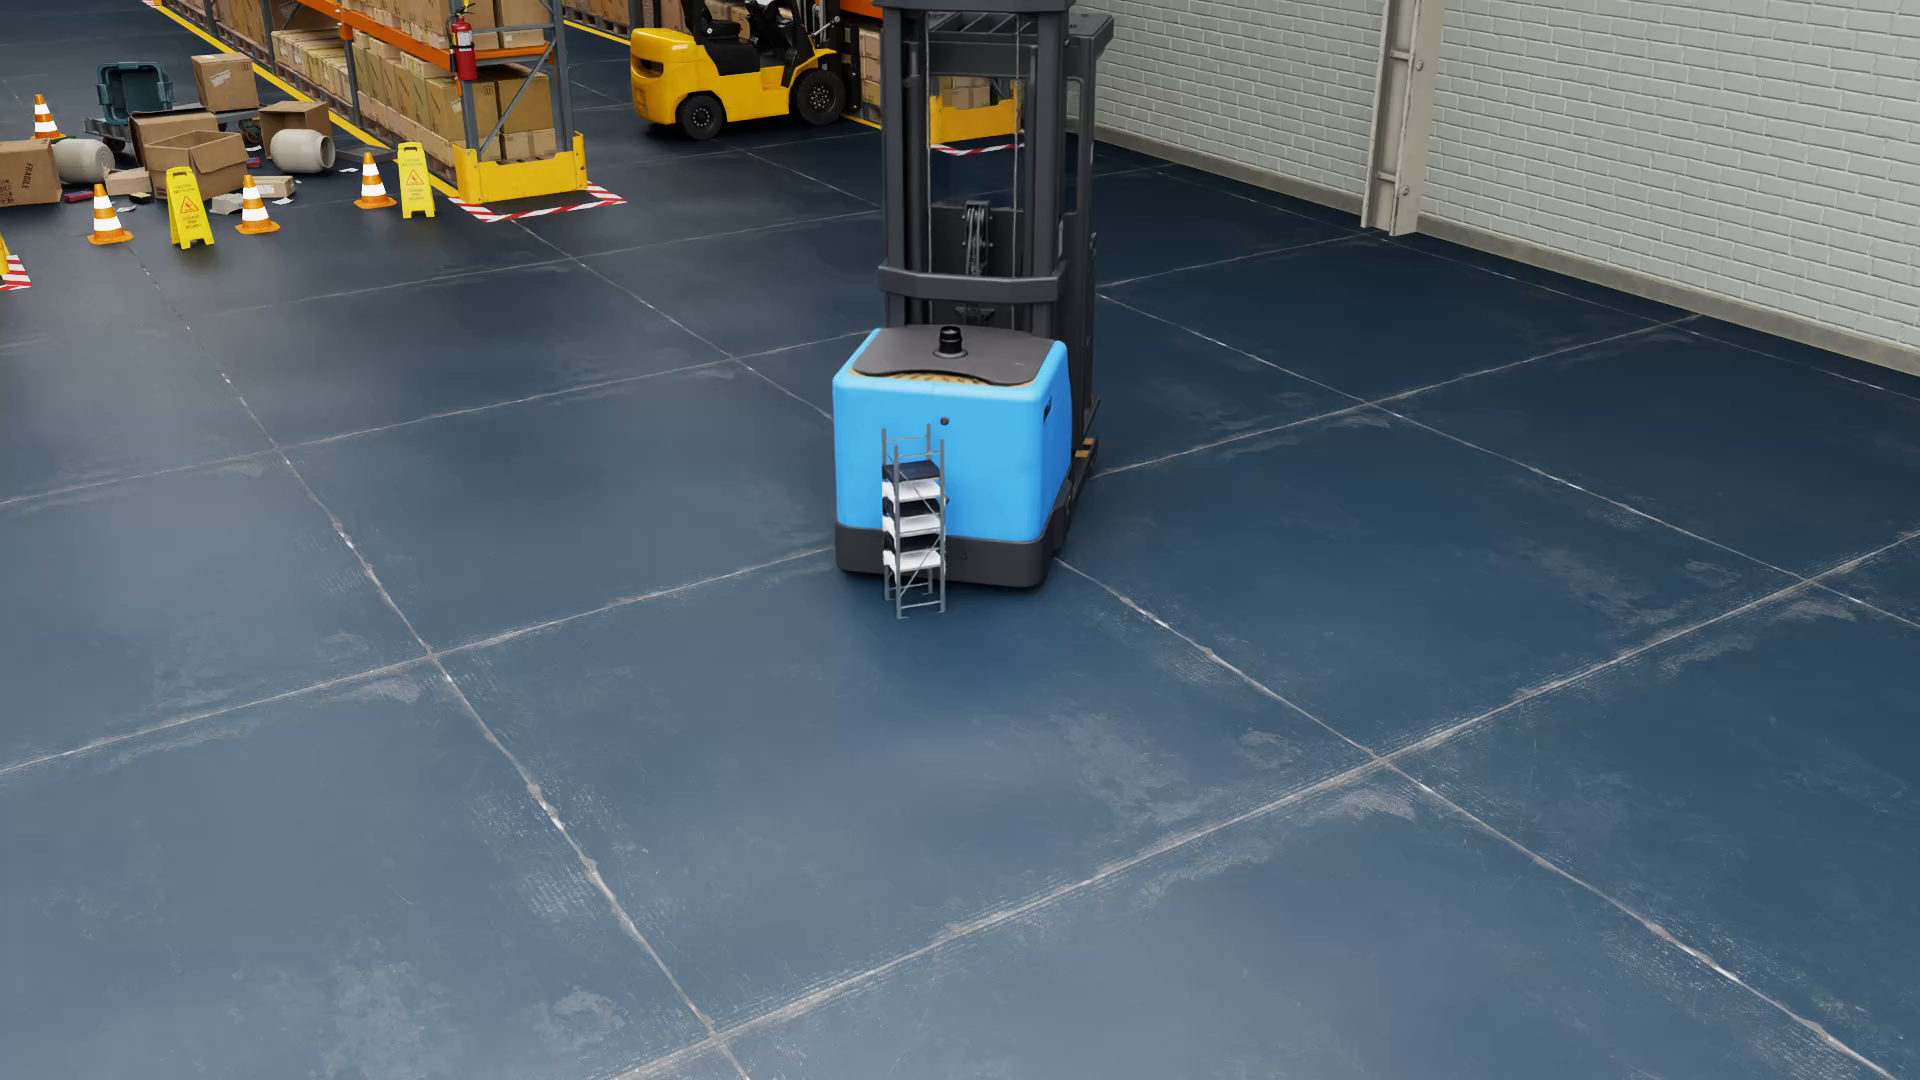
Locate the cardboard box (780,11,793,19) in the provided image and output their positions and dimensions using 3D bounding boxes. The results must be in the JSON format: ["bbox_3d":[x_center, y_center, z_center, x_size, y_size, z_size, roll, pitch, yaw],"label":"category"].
[{"bbox_3d":[-1.820,-6.157,19.836,0.500,0.250,0.500,-15,29,-29],"label":"cardboard box"}]

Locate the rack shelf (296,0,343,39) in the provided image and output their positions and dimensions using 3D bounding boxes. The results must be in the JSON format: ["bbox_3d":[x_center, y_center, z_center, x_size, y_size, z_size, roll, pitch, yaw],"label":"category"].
[{"bbox_3d":[-7.340,-6.421,19.681,1.077,0.370,4.000,-16,29,-30],"label":"rack shelf"}]

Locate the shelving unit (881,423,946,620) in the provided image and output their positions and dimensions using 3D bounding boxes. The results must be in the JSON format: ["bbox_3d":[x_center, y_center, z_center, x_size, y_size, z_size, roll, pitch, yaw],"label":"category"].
[{"bbox_3d":[-0.219,-0.084,7.874,0.258,0.900,0.210,-8,26,-17],"label":"shelving unit"}]

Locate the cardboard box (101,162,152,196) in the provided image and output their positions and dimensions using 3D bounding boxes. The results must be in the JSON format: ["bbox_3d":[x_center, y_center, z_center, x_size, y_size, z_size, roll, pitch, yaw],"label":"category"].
[{"bbox_3d":[-7.859,-3.420,15.683,0.396,0.266,0.258,-10,27,-21],"label":"cardboard box"}]

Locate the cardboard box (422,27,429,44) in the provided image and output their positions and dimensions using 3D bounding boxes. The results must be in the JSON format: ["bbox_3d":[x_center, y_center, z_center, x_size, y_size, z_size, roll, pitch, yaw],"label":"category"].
[{"bbox_3d":[-4.801,-4.732,15.555,0.380,0.149,0.250,-16,30,-30],"label":"cardboard box"}]

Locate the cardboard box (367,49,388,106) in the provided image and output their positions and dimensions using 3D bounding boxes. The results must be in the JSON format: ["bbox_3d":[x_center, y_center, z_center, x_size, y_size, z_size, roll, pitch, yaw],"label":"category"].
[{"bbox_3d":[-5.850,-4.854,17.370,0.500,0.500,0.500,-14,29,-28],"label":"cardboard box"}]

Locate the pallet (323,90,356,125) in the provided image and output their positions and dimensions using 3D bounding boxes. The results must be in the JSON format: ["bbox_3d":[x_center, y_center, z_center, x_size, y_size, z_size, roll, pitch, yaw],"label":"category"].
[{"bbox_3d":[-6.675,-5.048,19.197,1.003,0.211,1.213,-16,29,-30],"label":"pallet"}]

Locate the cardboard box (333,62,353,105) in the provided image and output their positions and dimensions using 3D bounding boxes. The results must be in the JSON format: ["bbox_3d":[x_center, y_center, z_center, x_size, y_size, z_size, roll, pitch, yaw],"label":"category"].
[{"bbox_3d":[-6.537,-5.220,18.880,0.950,0.372,0.625,-15,29,-29],"label":"cardboard box"}]

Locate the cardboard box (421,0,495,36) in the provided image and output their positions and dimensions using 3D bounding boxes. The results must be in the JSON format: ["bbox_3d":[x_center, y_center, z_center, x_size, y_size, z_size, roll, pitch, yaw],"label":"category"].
[{"bbox_3d":[-4.592,-4.910,15.172,0.500,0.500,0.500,-16,30,-30],"label":"cardboard box"}]

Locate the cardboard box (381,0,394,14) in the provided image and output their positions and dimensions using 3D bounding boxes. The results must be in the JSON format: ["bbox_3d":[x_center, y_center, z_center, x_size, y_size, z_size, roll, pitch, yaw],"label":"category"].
[{"bbox_3d":[-5.392,-5.456,16.328,0.500,0.500,0.500,-15,29,-29],"label":"cardboard box"}]

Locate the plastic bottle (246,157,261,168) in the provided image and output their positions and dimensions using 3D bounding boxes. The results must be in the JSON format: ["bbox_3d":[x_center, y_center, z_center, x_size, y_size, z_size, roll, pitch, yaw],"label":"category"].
[{"bbox_3d":[-7.115,-3.804,16.736,0.133,0.061,0.283,-10,27,-21],"label":"plastic bottle"}]

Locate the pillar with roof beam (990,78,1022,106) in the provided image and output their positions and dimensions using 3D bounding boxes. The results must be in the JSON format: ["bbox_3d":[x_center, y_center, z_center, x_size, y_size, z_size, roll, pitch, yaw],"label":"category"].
[{"bbox_3d":[-3.140,-7.927,15.002,9.100,9.000,0.400,-16,29,-30],"label":"pillar with roof beam"}]

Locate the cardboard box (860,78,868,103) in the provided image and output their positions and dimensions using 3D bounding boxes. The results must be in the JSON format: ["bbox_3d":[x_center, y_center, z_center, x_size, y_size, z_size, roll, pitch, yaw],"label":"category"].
[{"bbox_3d":[-0.958,-5.161,18.897,0.500,0.250,0.500,-15,29,-29],"label":"cardboard box"}]

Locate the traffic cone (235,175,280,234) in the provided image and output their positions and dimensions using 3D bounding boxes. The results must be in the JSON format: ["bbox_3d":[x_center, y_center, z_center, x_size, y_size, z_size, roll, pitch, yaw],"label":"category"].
[{"bbox_3d":[-6.125,-2.926,14.407,0.336,0.463,0.334,-16,29,-30],"label":"traffic cone"}]

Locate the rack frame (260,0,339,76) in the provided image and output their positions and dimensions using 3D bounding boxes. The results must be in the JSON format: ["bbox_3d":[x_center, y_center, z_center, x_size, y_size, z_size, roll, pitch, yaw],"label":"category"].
[{"bbox_3d":[-8.432,-7.462,21.043,1.000,3.000,0.127,-16,29,-30],"label":"rack frame"}]

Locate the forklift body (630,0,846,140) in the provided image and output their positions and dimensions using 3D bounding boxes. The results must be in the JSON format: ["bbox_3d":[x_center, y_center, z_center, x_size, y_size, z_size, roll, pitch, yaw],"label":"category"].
[{"bbox_3d":[-2.472,-5.628,18.152,2.313,2.155,1.214,-16,29,-30],"label":"forklift body"}]

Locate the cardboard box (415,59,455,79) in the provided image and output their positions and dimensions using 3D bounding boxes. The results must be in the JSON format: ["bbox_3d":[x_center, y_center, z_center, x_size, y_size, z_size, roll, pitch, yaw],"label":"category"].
[{"bbox_3d":[-4.977,-4.521,15.904,0.380,0.149,0.250,-15,29,-28],"label":"cardboard box"}]

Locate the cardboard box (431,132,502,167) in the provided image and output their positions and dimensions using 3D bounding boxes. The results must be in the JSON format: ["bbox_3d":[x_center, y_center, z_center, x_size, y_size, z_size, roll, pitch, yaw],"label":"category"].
[{"bbox_3d":[-4.745,-3.782,15.977,0.500,0.250,0.500,-16,29,-30],"label":"cardboard box"}]

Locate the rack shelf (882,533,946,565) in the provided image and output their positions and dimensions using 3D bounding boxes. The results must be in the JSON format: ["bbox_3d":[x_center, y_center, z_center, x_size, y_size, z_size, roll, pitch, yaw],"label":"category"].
[{"bbox_3d":[-0.219,0.027,7.927,0.258,0.077,0.200,-8,26,-17],"label":"rack shelf"}]

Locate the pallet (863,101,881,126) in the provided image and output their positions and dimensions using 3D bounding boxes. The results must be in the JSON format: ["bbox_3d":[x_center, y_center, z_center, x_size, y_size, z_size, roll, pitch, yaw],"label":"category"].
[{"bbox_3d":[-0.361,-4.762,18.589,1.003,0.211,1.213,-16,29,-30],"label":"pallet"}]

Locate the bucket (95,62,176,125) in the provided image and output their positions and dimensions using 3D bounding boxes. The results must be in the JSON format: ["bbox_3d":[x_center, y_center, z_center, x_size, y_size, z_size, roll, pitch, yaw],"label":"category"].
[{"bbox_3d":[-8.335,-4.537,16.902,0.726,0.611,0.620,-6,16,-12],"label":"bucket"}]

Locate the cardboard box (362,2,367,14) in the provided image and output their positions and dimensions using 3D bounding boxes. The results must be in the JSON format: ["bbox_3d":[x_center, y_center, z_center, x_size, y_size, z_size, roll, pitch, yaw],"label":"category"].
[{"bbox_3d":[-5.993,-5.564,17.317,0.380,0.149,0.250,-16,29,-30],"label":"cardboard box"}]

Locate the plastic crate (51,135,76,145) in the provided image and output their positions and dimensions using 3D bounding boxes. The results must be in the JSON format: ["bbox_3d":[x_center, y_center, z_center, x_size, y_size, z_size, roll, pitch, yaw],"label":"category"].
[{"bbox_3d":[-9.148,-3.839,16.595,0.450,0.188,0.662,-10,25,2],"label":"plastic crate"}]

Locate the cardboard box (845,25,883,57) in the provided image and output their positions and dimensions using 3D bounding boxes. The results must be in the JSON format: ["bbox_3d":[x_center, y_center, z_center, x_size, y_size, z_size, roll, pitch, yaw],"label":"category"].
[{"bbox_3d":[-0.988,-5.609,18.675,0.500,0.250,0.500,-15,29,-29],"label":"cardboard box"}]

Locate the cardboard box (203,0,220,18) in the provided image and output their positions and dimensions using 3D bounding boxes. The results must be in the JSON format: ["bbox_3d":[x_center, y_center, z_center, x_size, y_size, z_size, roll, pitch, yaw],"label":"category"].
[{"bbox_3d":[-10.868,-8.174,25.060,0.875,0.438,0.875,-16,30,-30],"label":"cardboard box"}]

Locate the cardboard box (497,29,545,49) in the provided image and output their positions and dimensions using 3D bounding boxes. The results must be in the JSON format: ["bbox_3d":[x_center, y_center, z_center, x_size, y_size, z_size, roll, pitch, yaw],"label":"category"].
[{"bbox_3d":[-4.077,-4.657,15.395,0.380,0.149,0.250,-15,29,-29],"label":"cardboard box"}]

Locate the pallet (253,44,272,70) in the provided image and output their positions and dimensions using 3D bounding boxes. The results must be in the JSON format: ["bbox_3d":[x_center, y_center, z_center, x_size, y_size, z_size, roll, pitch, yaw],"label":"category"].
[{"bbox_3d":[-8.799,-6.501,22.273,1.003,0.211,1.213,-16,29,-30],"label":"pallet"}]

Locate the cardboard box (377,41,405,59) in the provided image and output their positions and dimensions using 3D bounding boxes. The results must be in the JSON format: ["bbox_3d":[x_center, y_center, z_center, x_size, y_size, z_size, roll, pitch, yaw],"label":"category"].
[{"bbox_3d":[-5.703,-4.999,16.916,0.380,0.149,0.250,-14,29,-27],"label":"cardboard box"}]

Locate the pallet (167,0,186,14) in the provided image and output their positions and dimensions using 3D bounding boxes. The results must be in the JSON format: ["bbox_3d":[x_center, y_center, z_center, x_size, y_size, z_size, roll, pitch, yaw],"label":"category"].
[{"bbox_3d":[-12.297,-8.795,27.133,1.003,0.211,1.213,-16,29,-30],"label":"pallet"}]

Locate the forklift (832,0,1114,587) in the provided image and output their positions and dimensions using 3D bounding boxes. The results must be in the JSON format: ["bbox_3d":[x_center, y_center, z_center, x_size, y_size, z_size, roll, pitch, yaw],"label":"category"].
[{"bbox_3d":[0.191,-1.700,8.917,1.130,2.935,3.031,5,26,11],"label":"forklift"}]

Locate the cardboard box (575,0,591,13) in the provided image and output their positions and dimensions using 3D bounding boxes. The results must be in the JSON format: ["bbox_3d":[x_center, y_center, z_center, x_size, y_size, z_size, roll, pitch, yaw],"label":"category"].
[{"bbox_3d":[-5.538,-8.330,25.318,0.500,0.500,0.500,-17,30,-31],"label":"cardboard box"}]

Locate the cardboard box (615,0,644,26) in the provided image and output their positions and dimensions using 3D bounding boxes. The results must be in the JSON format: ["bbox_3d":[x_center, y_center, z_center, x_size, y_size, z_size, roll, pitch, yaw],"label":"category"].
[{"bbox_3d":[-4.686,-7.781,24.155,0.500,0.500,0.500,-15,29,-28],"label":"cardboard box"}]

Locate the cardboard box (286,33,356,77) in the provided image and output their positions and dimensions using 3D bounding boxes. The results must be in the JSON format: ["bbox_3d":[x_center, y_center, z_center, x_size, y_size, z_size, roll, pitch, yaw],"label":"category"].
[{"bbox_3d":[-7.722,-5.997,20.526,0.950,0.372,0.625,-16,30,-31],"label":"cardboard box"}]

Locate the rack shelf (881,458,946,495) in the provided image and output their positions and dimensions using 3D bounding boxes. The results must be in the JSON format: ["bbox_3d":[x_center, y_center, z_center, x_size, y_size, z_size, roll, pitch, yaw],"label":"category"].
[{"bbox_3d":[-0.219,-0.298,7.773,0.258,0.077,0.200,-8,26,-17],"label":"rack shelf"}]

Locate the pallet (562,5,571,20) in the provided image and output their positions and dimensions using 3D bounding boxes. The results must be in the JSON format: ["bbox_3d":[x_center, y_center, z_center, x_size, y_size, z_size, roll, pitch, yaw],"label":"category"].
[{"bbox_3d":[-5.983,-8.508,26.525,1.003,0.211,1.213,-16,29,-30],"label":"pallet"}]

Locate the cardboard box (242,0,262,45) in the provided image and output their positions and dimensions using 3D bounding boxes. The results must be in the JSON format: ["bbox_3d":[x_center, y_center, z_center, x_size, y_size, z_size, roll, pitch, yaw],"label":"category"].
[{"bbox_3d":[-9.223,-7.278,22.649,0.875,0.875,0.875,-15,29,-29],"label":"cardboard box"}]

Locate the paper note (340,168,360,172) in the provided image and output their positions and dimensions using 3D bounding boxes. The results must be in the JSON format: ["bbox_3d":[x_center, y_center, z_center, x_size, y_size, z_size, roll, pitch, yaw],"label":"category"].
[{"bbox_3d":[-6.058,-3.677,16.503,0.148,0.019,0.142,18,31,33],"label":"paper note"}]

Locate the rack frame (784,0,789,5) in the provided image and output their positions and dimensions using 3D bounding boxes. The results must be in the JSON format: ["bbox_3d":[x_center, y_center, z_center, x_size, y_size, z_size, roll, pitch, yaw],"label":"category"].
[{"bbox_3d":[-2.092,-7.189,20.466,1.000,3.000,0.127,-16,29,-30],"label":"rack frame"}]

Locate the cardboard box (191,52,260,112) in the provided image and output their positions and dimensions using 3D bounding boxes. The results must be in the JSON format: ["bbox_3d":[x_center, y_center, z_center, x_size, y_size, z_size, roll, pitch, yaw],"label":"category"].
[{"bbox_3d":[-7.723,-4.818,17.483,0.500,0.500,0.500,-16,29,-30],"label":"cardboard box"}]

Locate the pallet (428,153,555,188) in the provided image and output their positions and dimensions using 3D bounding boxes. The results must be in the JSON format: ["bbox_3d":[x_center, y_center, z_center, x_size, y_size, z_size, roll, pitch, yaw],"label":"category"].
[{"bbox_3d":[-4.520,-3.666,16.268,1.003,0.211,1.213,-16,29,-30],"label":"pallet"}]

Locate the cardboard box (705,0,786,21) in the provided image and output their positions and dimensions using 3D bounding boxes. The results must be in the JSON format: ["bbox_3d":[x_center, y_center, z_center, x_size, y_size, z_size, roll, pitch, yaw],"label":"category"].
[{"bbox_3d":[-2.803,-6.769,21.864,0.875,0.625,0.625,-16,30,-30],"label":"cardboard box"}]

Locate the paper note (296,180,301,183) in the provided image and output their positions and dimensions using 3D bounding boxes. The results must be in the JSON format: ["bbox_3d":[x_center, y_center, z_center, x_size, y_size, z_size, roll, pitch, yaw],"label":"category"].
[{"bbox_3d":[-6.400,-3.465,16.079,0.032,0.001,0.123,-16,29,-30],"label":"paper note"}]

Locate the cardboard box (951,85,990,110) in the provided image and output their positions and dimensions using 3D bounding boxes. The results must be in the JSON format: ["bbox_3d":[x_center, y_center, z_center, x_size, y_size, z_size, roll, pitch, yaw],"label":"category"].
[{"bbox_3d":[-0.012,-4.926,18.401,0.500,0.250,0.500,-15,29,-29],"label":"cardboard box"}]

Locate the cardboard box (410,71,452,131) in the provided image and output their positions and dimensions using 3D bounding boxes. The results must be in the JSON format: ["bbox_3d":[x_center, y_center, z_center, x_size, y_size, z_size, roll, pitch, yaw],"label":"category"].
[{"bbox_3d":[-5.008,-4.298,16.191,0.500,0.500,0.500,-14,29,-28],"label":"cardboard box"}]

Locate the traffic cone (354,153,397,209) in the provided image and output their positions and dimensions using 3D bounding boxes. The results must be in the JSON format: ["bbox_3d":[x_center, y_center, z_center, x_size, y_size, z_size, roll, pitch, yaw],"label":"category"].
[{"bbox_3d":[-5.380,-3.307,15.212,0.336,0.463,0.334,-16,29,-30],"label":"traffic cone"}]

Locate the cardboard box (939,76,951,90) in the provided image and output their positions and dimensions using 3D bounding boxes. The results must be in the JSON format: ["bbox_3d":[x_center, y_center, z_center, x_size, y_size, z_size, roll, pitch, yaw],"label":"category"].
[{"bbox_3d":[-0.436,-5.033,18.040,0.500,0.250,0.500,-16,30,-30],"label":"cardboard box"}]

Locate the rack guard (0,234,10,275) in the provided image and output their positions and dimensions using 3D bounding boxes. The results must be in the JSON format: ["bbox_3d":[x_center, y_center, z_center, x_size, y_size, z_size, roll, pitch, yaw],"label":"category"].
[{"bbox_3d":[-8.144,-2.272,12.977,1.175,0.500,0.348,-16,29,-30],"label":"rack guard"}]

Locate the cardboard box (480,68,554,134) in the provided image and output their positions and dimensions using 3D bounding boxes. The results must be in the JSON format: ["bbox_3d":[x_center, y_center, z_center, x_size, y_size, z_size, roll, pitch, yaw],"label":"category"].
[{"bbox_3d":[-4.287,-4.248,16.084,0.500,0.500,0.500,-17,30,-31],"label":"cardboard box"}]

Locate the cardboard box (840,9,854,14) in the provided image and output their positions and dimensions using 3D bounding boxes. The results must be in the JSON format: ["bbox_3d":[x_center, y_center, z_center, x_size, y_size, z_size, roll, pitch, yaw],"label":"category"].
[{"bbox_3d":[-1.372,-6.279,20.096,0.500,0.250,0.500,-16,30,-30],"label":"cardboard box"}]

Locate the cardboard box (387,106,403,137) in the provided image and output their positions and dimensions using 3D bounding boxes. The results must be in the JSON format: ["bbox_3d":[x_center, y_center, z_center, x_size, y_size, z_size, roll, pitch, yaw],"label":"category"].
[{"bbox_3d":[-5.560,-4.326,17.130,0.500,0.250,0.500,-16,30,-30],"label":"cardboard box"}]

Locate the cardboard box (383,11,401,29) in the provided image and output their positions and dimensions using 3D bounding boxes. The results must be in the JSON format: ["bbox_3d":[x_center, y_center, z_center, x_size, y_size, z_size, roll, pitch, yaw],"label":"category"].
[{"bbox_3d":[-5.494,-5.187,16.518,0.380,0.149,0.250,-16,29,-30],"label":"cardboard box"}]

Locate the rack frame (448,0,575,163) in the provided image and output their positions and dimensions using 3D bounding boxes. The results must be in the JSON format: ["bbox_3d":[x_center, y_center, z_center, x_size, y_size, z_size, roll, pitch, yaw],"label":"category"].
[{"bbox_3d":[-4.065,-4.601,14.982,1.000,3.000,0.127,-16,29,-30],"label":"rack frame"}]

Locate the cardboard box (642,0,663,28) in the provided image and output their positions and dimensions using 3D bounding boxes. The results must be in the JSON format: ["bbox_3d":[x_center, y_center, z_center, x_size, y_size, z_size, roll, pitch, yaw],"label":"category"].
[{"bbox_3d":[-3.946,-7.510,23.434,0.875,0.625,0.625,-15,29,-28],"label":"cardboard box"}]
